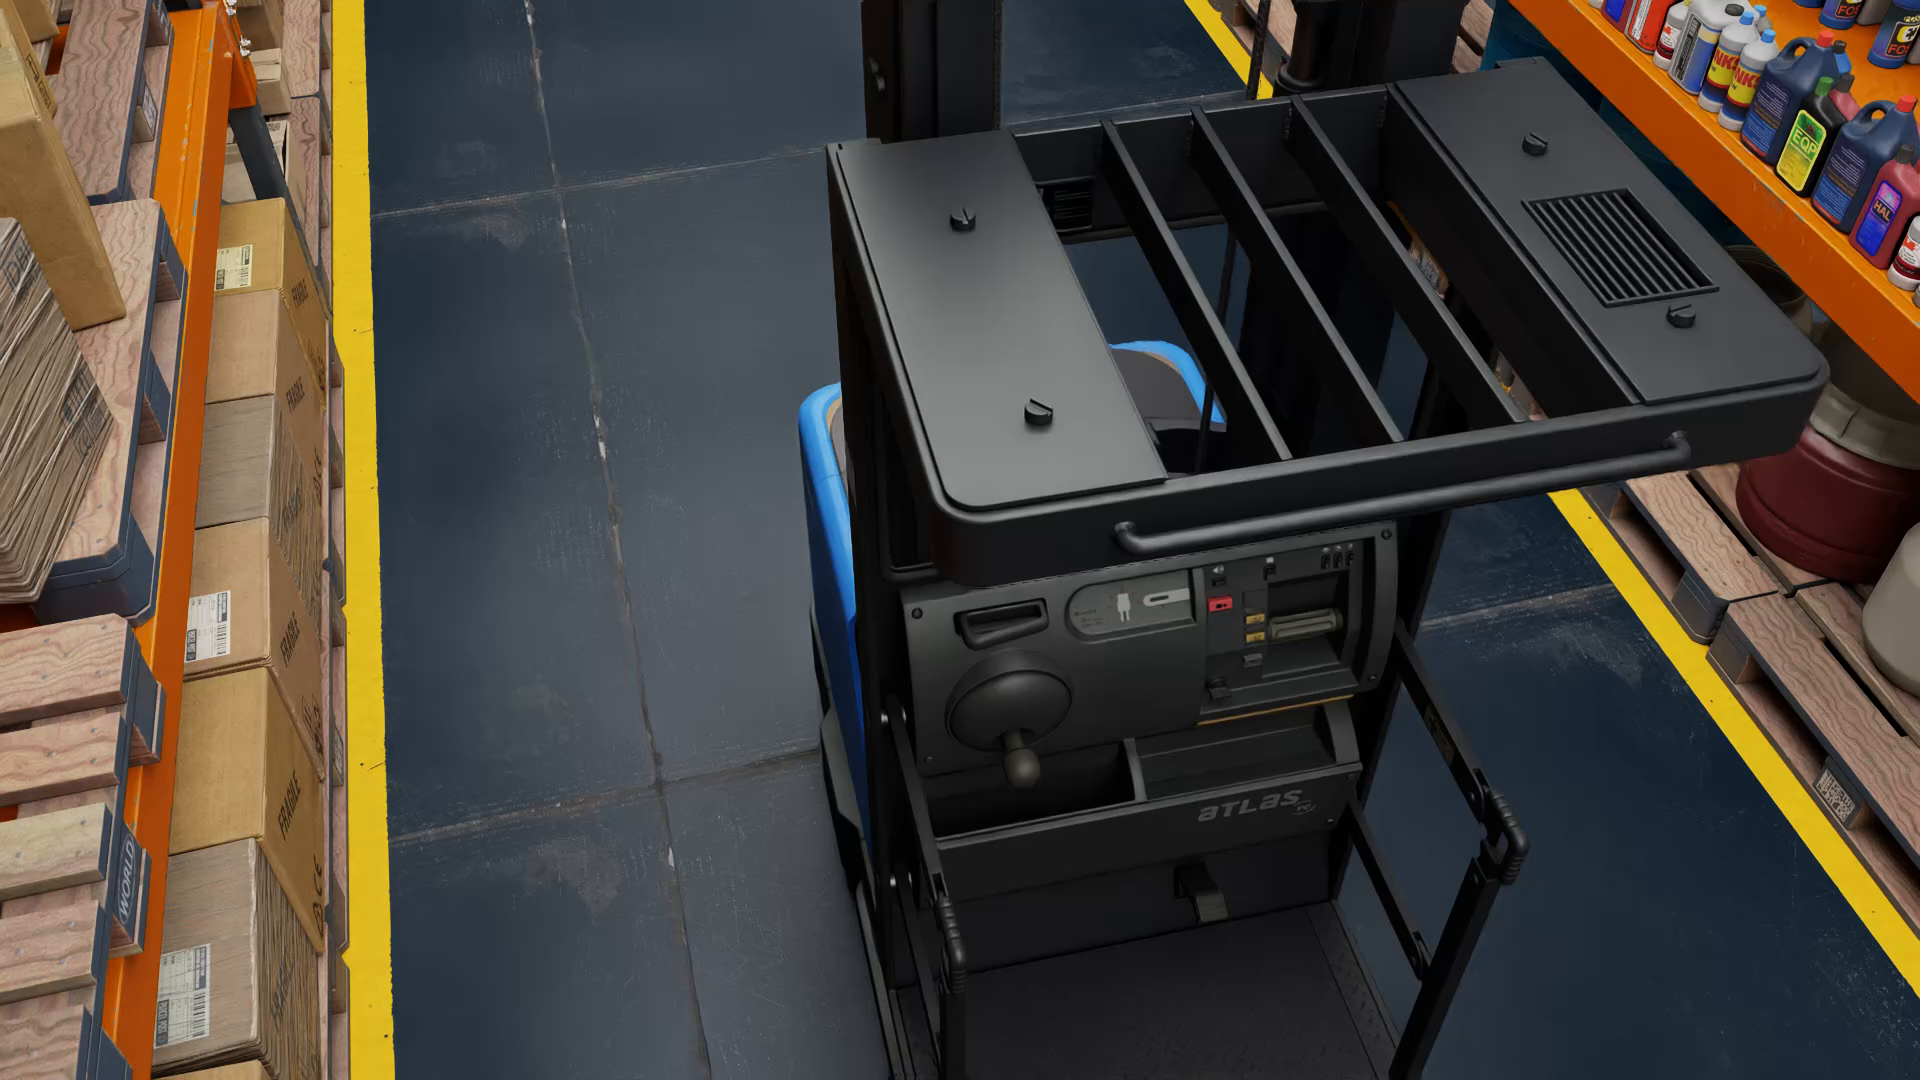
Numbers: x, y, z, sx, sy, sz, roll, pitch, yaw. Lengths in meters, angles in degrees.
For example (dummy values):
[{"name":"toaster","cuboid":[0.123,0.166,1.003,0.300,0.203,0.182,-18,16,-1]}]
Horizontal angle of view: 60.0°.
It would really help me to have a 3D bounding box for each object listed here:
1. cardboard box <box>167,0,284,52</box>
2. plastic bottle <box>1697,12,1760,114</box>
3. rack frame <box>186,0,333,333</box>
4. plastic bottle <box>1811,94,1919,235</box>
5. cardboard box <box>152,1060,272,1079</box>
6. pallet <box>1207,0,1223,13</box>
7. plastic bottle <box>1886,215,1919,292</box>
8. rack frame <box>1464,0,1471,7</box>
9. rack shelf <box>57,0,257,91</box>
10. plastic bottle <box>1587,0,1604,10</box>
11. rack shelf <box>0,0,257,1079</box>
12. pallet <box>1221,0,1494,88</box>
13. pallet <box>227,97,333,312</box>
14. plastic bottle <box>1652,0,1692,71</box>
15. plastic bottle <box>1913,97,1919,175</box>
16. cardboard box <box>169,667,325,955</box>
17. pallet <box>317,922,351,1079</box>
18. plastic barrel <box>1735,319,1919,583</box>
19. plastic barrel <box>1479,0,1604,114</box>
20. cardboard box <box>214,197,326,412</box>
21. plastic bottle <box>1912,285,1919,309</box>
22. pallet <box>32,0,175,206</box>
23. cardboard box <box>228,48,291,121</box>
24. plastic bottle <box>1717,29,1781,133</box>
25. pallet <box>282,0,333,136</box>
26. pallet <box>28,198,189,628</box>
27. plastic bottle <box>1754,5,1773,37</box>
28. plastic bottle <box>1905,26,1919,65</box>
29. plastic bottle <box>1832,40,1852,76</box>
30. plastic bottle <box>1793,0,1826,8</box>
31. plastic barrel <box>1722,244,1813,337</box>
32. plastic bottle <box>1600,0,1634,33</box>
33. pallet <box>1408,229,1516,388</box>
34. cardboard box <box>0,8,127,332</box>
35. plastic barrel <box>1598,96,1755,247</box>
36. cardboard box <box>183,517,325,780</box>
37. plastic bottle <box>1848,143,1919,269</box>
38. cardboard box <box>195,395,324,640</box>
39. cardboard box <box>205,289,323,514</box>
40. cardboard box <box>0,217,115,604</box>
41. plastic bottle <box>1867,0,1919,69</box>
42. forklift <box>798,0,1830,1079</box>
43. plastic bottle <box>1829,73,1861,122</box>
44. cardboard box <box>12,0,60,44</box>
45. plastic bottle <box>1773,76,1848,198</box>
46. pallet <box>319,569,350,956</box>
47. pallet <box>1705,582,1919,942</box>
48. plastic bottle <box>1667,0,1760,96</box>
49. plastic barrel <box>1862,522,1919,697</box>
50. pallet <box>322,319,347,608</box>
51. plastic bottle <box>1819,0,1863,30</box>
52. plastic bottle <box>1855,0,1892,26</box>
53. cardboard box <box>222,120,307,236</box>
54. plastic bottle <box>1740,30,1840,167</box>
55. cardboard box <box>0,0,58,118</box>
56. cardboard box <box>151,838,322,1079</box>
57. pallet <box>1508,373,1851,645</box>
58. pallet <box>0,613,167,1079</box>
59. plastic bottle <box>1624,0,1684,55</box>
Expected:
[{"name":"cardboard box","cuboid":[-3.230,-2.294,6.838,0.797,0.503,0.637,-11,47,-10]},{"name":"plastic bottle","cuboid":[2.095,-1.302,4.516,0.097,0.271,0.097,0,46,0]},{"name":"rack frame","cuboid":[-2.744,-1.718,4.833,1.000,3.000,0.127,-11,47,-10]},{"name":"plastic bottle","cuboid":[2.261,-0.950,4.115,0.144,0.351,0.185,-11,47,-10]},{"name":"cardboard box","cuboid":[-1.560,1.398,3.221,0.500,0.500,0.500,-9,46,-9]},{"name":"pallet","cuboid":[1.504,-2.989,8.032,1.003,0.211,1.213,-11,47,-10]},{"name":"plastic bottle","cuboid":[2.308,-0.704,3.978,0.097,0.201,0.097,0,46,0]},{"name":"rack frame","cuboid":[2.046,-2.621,5.718,1.000,3.000,0.127,-11,47,-10]},{"name":"rack shelf","cuboid":[-3.256,-2.847,6.443,1.077,0.370,4.000,-11,47,-10]},{"name":"plastic bottle","cuboid":[1.943,-1.690,4.945,0.097,0.201,0.097,0,46,0]},{"name":"rack shelf","cuboid":[-2.232,-0.085,3.737,1.077,0.370,4.000,-11,47,-10]},{"name":"pallet","cuboid":[1.820,-2.145,7.205,1.003,0.211,1.213,-11,47,-10]},{"name":"pallet","cuboid":[-2.919,-1.216,6.294,1.003,0.211,1.213,-11,47,-10]},{"name":"plastic bottle","cuboid":[2.036,-1.438,4.698,0.097,0.201,0.097,0,46,0]},{"name":"plastic bottle","cuboid":[2.353,-0.963,4.175,0.061,0.283,0.133,-11,47,-10]},{"name":"cardboard box","cuboid":[-1.823,0.691,3.915,0.500,0.500,0.500,-11,47,-11]},{"name":"pallet","cuboid":[-1.874,1.498,3.634,1.003,0.211,1.213,-11,47,-10]},{"name":"plastic barrel","cuboid":[2.639,-0.276,4.815,0.600,0.588,0.708,-11,47,-10]},{"name":"plastic barrel","cuboid":[2.168,-1.654,5.946,0.600,0.901,0.708,-11,47,-10]},{"name":"cardboard box","cuboid":[-2.340,-0.708,5.286,0.500,0.500,0.500,-11,47,-11]},{"name":"plastic bottle","cuboid":[2.333,-0.636,3.913,0.097,0.201,0.097,0,46,0]},{"name":"pallet","cuboid":[-2.645,-1.079,4.341,1.003,0.211,1.213,-11,47,-10]},{"name":"cardboard box","cuboid":[-2.873,-1.805,6.594,0.380,0.166,0.250,-11,47,-10]},{"name":"plastic bottle","cuboid":[2.120,-1.235,4.450,0.097,0.271,0.097,0,46,0]},{"name":"pallet","cuboid":[-3.234,-2.060,7.121,1.003,0.211,1.213,-11,47,-10]},{"name":"pallet","cuboid":[-2.222,-0.231,3.510,1.003,0.211,1.213,-11,47,-10]},{"name":"plastic bottle","cuboid":[2.208,-1.398,4.659,0.097,0.201,0.097,0,46,0]},{"name":"plastic bottle","cuboid":[2.775,-1.511,4.717,0.152,0.276,0.135,-11,47,-10]},{"name":"plastic bottle","cuboid":[2.285,-1.194,4.410,0.097,0.271,0.097,0,46,0]},{"name":"plastic bottle","cuboid":[2.566,-1.727,4.932,0.097,0.271,0.097,0,46,0]},{"name":"plastic barrel","cuboid":[2.408,-0.623,5.208,0.421,0.512,0.421,0,46,0]},{"name":"plastic bottle","cuboid":[1.954,-1.635,4.834,0.061,0.283,0.133,-11,47,-10]},{"name":"pallet","cuboid":[2.203,-1.104,6.184,1.003,0.211,1.213,-11,47,-10]},{"name":"cardboard box","cuboid":[-2.232,-0.691,3.463,0.700,0.500,0.500,-22,50,-20]},{"name":"plastic barrel","cuboid":[2.350,-1.166,5.467,0.600,0.901,0.708,-11,47,-10]},{"name":"cardboard box","cuboid":[-1.961,0.331,4.267,0.500,0.500,0.500,-12,47,-12]},{"name":"plastic bottle","cuboid":[2.261,-0.809,4.024,0.061,0.283,0.133,-11,47,-10]},{"name":"cardboard box","cuboid":[-2.094,-0.019,4.611,0.500,0.500,0.500,-10,46,-10]},{"name":"cardboard box","cuboid":[-2.222,-0.366,4.950,0.500,0.500,0.500,-11,47,-10]},{"name":"cardboard box","cuboid":[-2.039,-0.218,3.000,0.700,0.500,0.500,-3,46,-3]},{"name":"plastic bottle","cuboid":[2.660,-1.474,4.684,0.097,0.271,0.097,0,46,0]},{"name":"forklift","cuboid":[0.409,0.297,2.906,1.130,2.935,3.031,-9,46,-9]},{"name":"plastic bottle","cuboid":[2.238,-1.039,4.250,0.061,0.283,0.133,-11,47,-10]},{"name":"cardboard box","cuboid":[-2.839,-1.532,4.287,0.700,0.500,0.500,-26,51,-23]},{"name":"plastic bottle","cuboid":[2.180,-1.028,4.239,0.061,0.283,0.133,-11,47,-10]},{"name":"pallet","cuboid":[-2.183,0.657,4.458,1.003,0.211,1.213,-11,47,-10]},{"name":"pallet","cuboid":[2.828,0.580,4.534,1.003,0.211,1.213,-11,47,-10]},{"name":"plastic bottle","cuboid":[2.092,-1.389,4.597,0.152,0.276,0.135,-11,47,-10]},{"name":"plastic barrel","cuboid":[2.697,0.157,4.444,0.421,0.512,0.421,0,46,0]},{"name":"pallet","cuboid":[-2.499,-0.187,5.285,1.003,0.211,1.213,-11,47,-10]},{"name":"plastic bottle","cuboid":[2.600,-1.634,4.841,0.097,0.271,0.097,0,46,0]},{"name":"plastic bottle","cuboid":[2.716,-1.671,4.874,0.152,0.276,0.135,-11,47,-10]},{"name":"cardboard box","cuboid":[-2.642,-1.260,5.959,0.500,0.311,0.500,-11,47,-10]},{"name":"plastic bottle","cuboid":[2.179,-1.169,4.330,0.144,0.351,0.185,-11,47,-10]},{"name":"cardboard box","cuboid":[-2.601,-1.068,3.833,0.700,0.500,0.500,-4,46,-4]},{"name":"cardboard box","cuboid":[-1.699,1.038,3.575,0.500,0.500,0.500,-12,47,-12]},{"name":"pallet","cuboid":[2.519,-0.260,5.357,1.003,0.211,1.213,-11,47,-10]},{"name":"pallet","cuboid":[-1.961,0.656,2.641,1.213,0.211,1.003,-11,47,-10]},{"name":"plastic bottle","cuboid":[2.033,-1.549,4.754,0.152,0.276,0.135,-11,47,-10]}]
